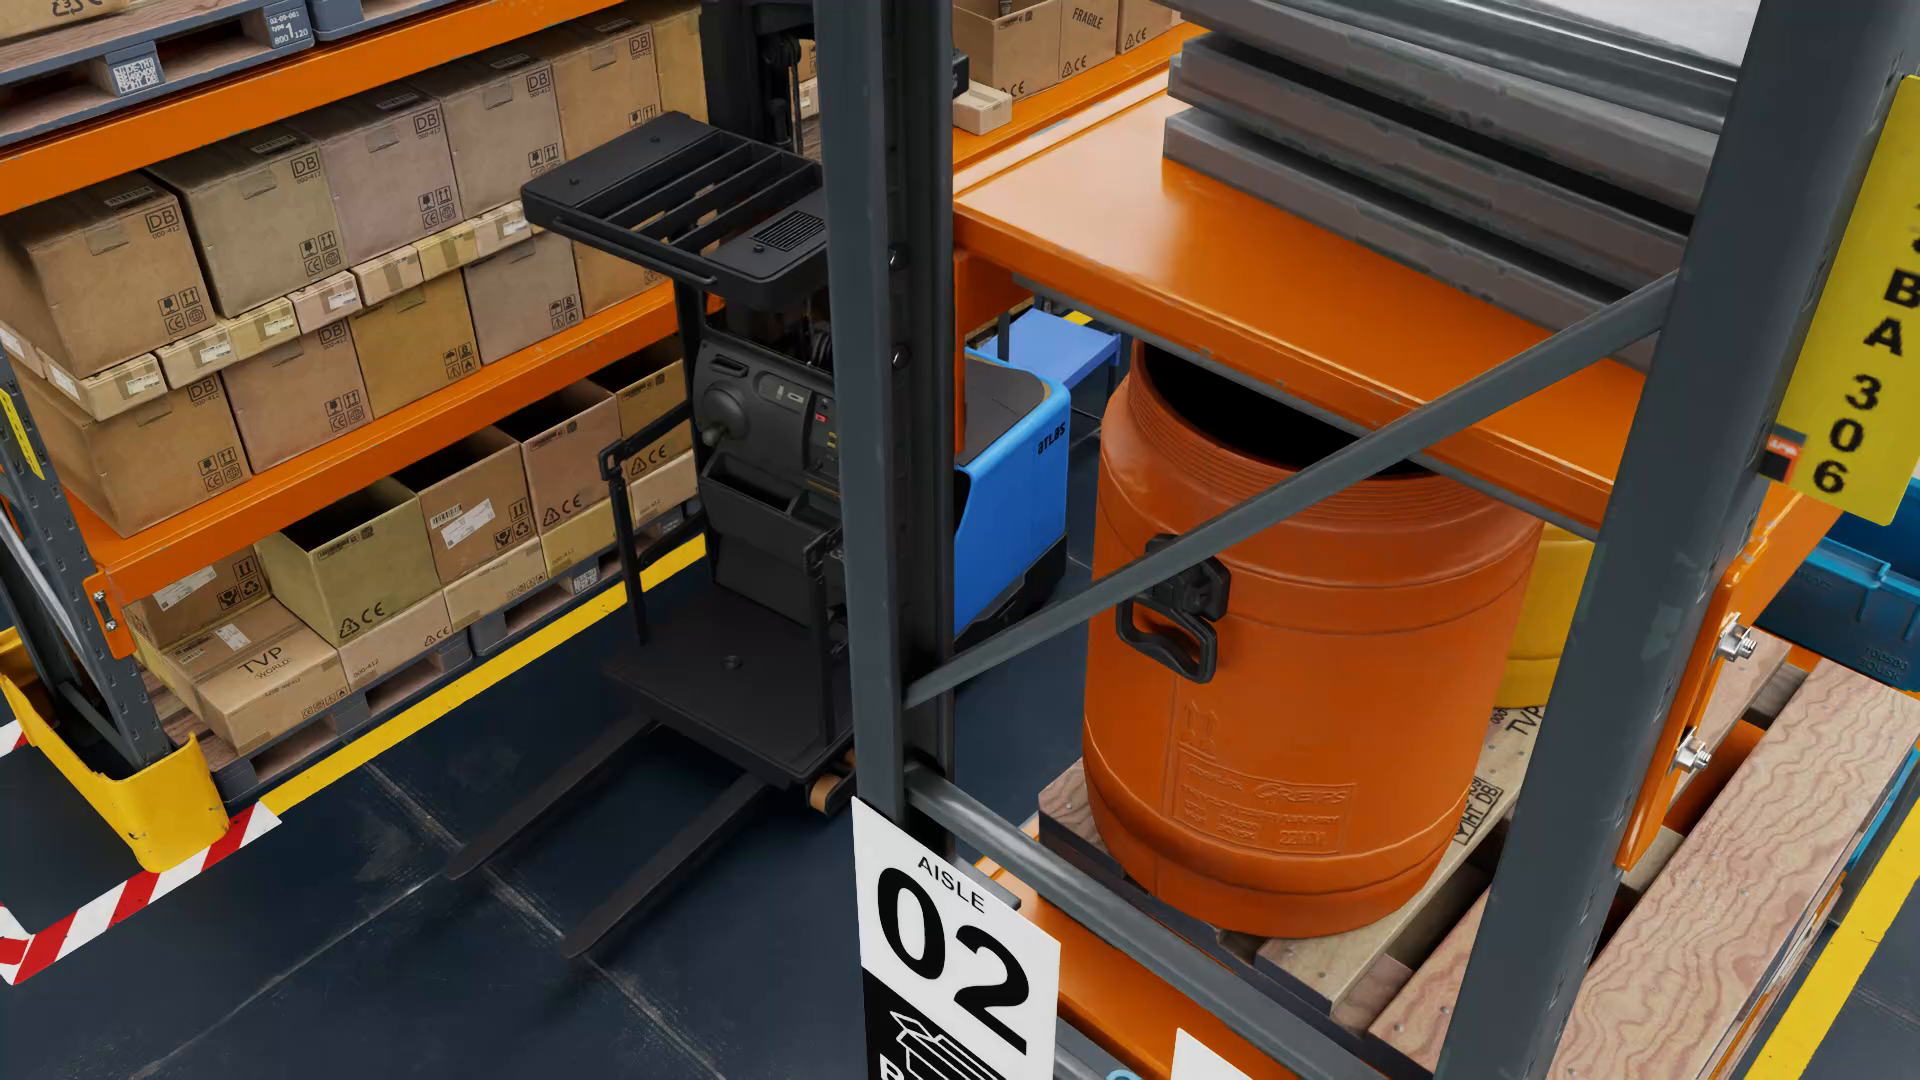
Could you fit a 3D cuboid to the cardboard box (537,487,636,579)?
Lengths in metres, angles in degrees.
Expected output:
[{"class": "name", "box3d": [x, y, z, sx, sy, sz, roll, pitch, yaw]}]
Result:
[{"class": "cardboard box", "box3d": [-1.859, -0.136, 7.667, 0.500, 0.250, 0.500, 30, 47, 32]}]

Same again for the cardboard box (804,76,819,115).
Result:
[{"class": "cardboard box", "box3d": [-0.725, -2.122, 7.691, 0.380, 0.149, 0.250, 30, 47, 32]}]

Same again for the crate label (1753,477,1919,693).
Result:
[{"class": "crate label", "box3d": [1.763, 0.038, 3.285, 0.502, 0.251, 0.408, 30, 47, 32]}]

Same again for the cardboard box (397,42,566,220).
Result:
[{"class": "cardboard box", "box3d": [-2.010, -1.693, 6.630, 0.700, 0.500, 0.500, 30, 47, 32]}]

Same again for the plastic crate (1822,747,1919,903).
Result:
[{"class": "plastic crate", "box3d": [2.408, 0.718, 4.840, 0.499, 0.251, 0.616, 30, 47, 32]}]

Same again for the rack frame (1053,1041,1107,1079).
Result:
[{"class": "rack frame", "box3d": [0.256, 1.875, 3.266, 1.000, 3.000, 0.127, 30, 47, 32]}]

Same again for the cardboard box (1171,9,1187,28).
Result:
[{"class": "cardboard box", "box3d": [1.180, -3.174, 9.817, 0.250, 0.149, 0.380, -30, 48, -32]}]

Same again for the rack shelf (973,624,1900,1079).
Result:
[{"class": "rack shelf", "box3d": [1.605, 0.064, 3.711, 1.077, 0.370, 4.000, 30, 47, 32]}]

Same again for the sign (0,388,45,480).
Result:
[{"class": "sign", "box3d": [-2.992, -0.341, 5.293, 0.100, 0.325, 0.005, 30, 47, 32]}]

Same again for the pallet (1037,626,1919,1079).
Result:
[{"class": "pallet", "box3d": [0.886, 0.436, 2.817, 1.003, 0.211, 1.213, 30, 47, 32]}]

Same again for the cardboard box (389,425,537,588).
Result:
[{"class": "cardboard box", "box3d": [-2.208, -0.207, 7.153, 0.500, 0.500, 0.500, 30, 47, 32]}]

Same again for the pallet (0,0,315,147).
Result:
[{"class": "pallet", "box3d": [-2.902, -1.660, 5.372, 1.003, 0.211, 1.213, 30, 47, 32]}]

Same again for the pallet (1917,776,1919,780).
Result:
[{"class": "pallet", "box3d": [3.456, 0.752, 6.919, 1.003, 0.211, 1.213, 30, 47, 32]}]

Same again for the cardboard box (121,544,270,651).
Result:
[{"class": "cardboard box", "box3d": [-3.256, 0.040, 6.842, 0.500, 0.500, 0.500, 30, 47, 32]}]

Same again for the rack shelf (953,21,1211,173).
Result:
[{"class": "rack shelf", "box3d": [0.650, -2.682, 9.574, 1.077, 0.370, 4.000, 30, 47, 32]}]

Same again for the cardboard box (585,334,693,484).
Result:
[{"class": "cardboard box", "box3d": [-1.531, -0.665, 7.729, 0.500, 0.500, 0.500, 30, 47, 32]}]

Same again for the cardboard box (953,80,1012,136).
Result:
[{"class": "cardboard box", "box3d": [0.049, -2.267, 8.677, 0.380, 0.149, 0.250, 30, 47, 32]}]

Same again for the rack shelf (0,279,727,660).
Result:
[{"class": "rack shelf", "box3d": [-2.049, -0.844, 7.263, 1.077, 0.370, 4.000, 30, 47, 32]}]

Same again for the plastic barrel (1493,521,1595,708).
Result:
[{"class": "plastic barrel", "box3d": [0.931, -0.114, 2.868, 0.600, 0.588, 0.600, 0, 38, 0]}]

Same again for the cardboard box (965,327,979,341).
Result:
[{"class": "cardboard box", "box3d": [-0.244, -1.214, 9.022, 0.500, 0.250, 0.500, 28, 47, 31]}]

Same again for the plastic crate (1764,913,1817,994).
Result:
[{"class": "plastic crate", "box3d": [2.046, 0.993, 4.587, 0.530, 0.136, 0.437, 30, 47, 32]}]

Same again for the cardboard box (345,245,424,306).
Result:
[{"class": "cardboard box", "box3d": [-2.279, -1.065, 6.361, 0.380, 0.149, 0.250, 28, 46, 31]}]

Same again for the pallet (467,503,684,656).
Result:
[{"class": "pallet", "box3d": [-2.090, -0.042, 7.917, 1.003, 0.211, 1.213, 30, 47, 32]}]

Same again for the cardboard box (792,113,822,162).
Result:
[{"class": "cardboard box", "box3d": [-0.994, -1.877, 7.904, 0.700, 0.500, 0.500, 28, 46, 31]}]

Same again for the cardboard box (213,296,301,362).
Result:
[{"class": "cardboard box", "box3d": [-2.629, -0.826, 6.061, 0.380, 0.149, 0.250, 30, 47, 32]}]

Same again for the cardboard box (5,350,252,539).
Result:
[{"class": "cardboard box", "box3d": [-3.074, -0.455, 6.115, 0.700, 0.500, 0.500, 30, 47, 32]}]

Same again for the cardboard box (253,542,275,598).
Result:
[{"class": "cardboard box", "box3d": [-2.926, 0.100, 7.370, 0.500, 0.250, 0.500, 30, 47, 32]}]

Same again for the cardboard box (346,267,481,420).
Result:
[{"class": "cardboard box", "box3d": [-2.384, -0.924, 6.705, 0.700, 0.500, 0.500, 30, 47, 32]}]

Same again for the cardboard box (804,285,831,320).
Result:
[{"class": "cardboard box", "box3d": [-0.634, -1.445, 9.312, 0.500, 0.250, 0.500, 29, 47, 31]}]

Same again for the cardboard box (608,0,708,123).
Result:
[{"class": "cardboard box", "box3d": [-1.334, -2.152, 7.207, 0.700, 0.500, 0.500, 30, 47, 32]}]

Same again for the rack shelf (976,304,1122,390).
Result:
[{"class": "rack shelf", "box3d": [0.299, -0.790, 8.111, 0.538, 0.185, 1.000, 24, 44, 27]}]

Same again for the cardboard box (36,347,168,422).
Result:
[{"class": "cardboard box", "box3d": [-2.974, -0.590, 5.763, 0.380, 0.149, 0.250, 29, 47, 32]}]

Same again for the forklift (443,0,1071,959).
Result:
[{"class": "forklift", "box3d": [-0.765, -0.394, 6.174, 1.130, 2.935, 3.031, 24, 44, 27]}]

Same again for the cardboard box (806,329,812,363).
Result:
[{"class": "cardboard box", "box3d": [-0.851, -0.828, 8.536, 0.500, 0.250, 0.500, 30, 47, 32]}]

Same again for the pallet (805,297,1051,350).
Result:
[{"class": "pallet", "box3d": [-0.231, -1.308, 9.509, 1.003, 0.211, 1.213, 30, 47, 32]}]

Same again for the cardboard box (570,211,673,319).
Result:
[{"class": "cardboard box", "box3d": [-1.686, -1.403, 7.308, 0.700, 0.500, 0.500, 30, 48, 32]}]

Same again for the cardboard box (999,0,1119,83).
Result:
[{"class": "cardboard box", "box3d": [0.524, -2.902, 9.192, 0.500, 0.500, 0.500, 30, 47, 32]}]

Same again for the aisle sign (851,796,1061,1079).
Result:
[{"class": "aisle sign", "box3d": [-0.012, 0.766, 2.572, 0.394, 0.787, 0.004, 30, 47, 32]}]

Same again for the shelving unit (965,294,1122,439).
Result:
[{"class": "shelving unit", "box3d": [0.299, -0.931, 7.999, 0.538, 1.500, 1.048, 24, 44, 27]}]

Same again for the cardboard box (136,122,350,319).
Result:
[{"class": "cardboard box", "box3d": [-2.687, -1.231, 6.049, 0.700, 0.500, 0.500, 28, 46, 31]}]

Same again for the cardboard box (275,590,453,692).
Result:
[{"class": "cardboard box", "box3d": [-2.537, 0.321, 7.092, 0.500, 0.250, 0.500, 30, 47, 32]}]

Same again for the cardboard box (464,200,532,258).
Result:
[{"class": "cardboard box", "box3d": [-1.937, -1.295, 6.651, 0.380, 0.149, 0.250, 30, 47, 32]}]

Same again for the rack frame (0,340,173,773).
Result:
[{"class": "rack frame", "box3d": [-3.398, -0.207, 5.883, 1.000, 3.000, 0.127, 30, 47, 32]}]

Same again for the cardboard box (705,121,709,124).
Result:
[{"class": "cardboard box", "box3d": [-1.244, -1.767, 7.244, 0.380, 0.149, 0.250, 30, 47, 32]}]

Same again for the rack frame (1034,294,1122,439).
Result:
[{"class": "rack frame", "box3d": [0.592, -1.190, 8.324, 0.500, 1.500, 0.032, 24, 44, 27]}]
